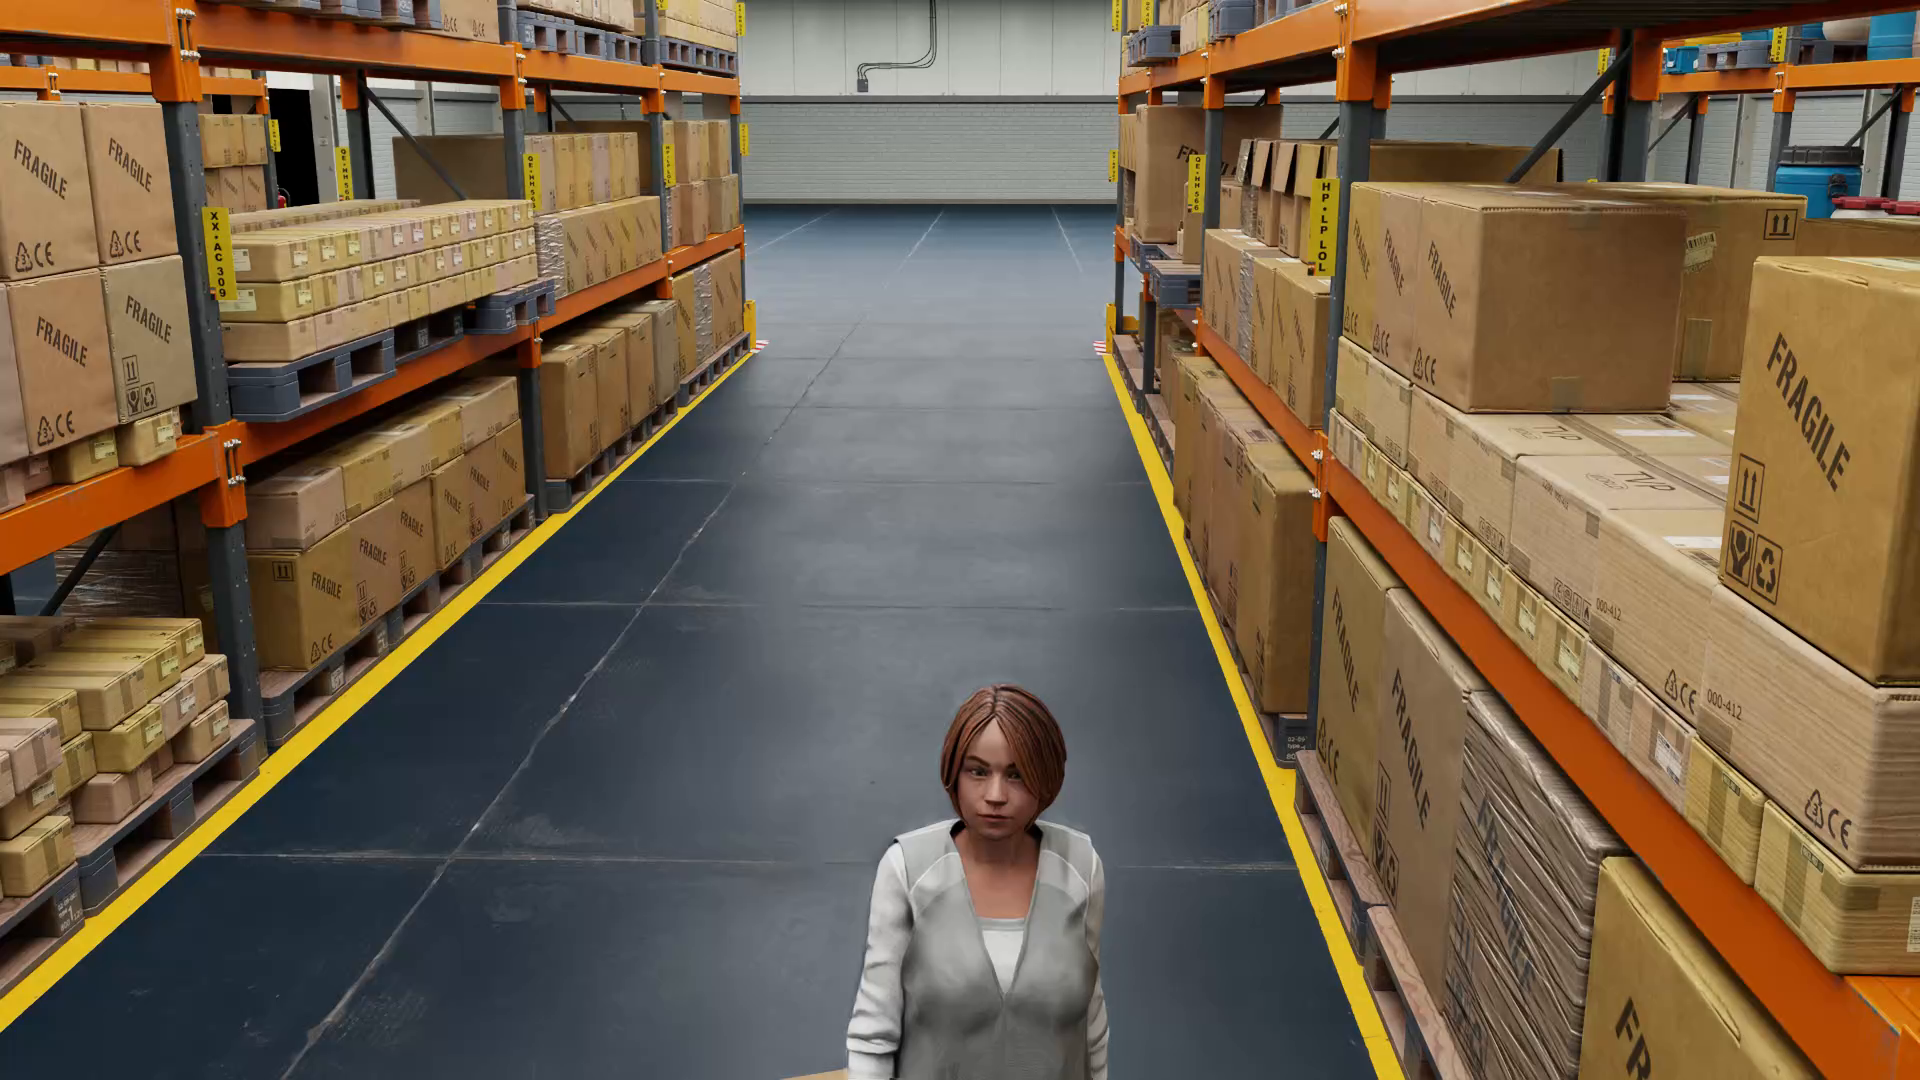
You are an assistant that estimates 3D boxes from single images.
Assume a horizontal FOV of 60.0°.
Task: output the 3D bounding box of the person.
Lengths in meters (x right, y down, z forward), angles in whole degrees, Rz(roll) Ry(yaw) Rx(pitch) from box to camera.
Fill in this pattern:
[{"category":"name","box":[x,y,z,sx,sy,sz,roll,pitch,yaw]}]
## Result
[{"category":"person","box":[0.034,0.974,2.644,0.420,1.552,0.885,-1,14,-2]}]
